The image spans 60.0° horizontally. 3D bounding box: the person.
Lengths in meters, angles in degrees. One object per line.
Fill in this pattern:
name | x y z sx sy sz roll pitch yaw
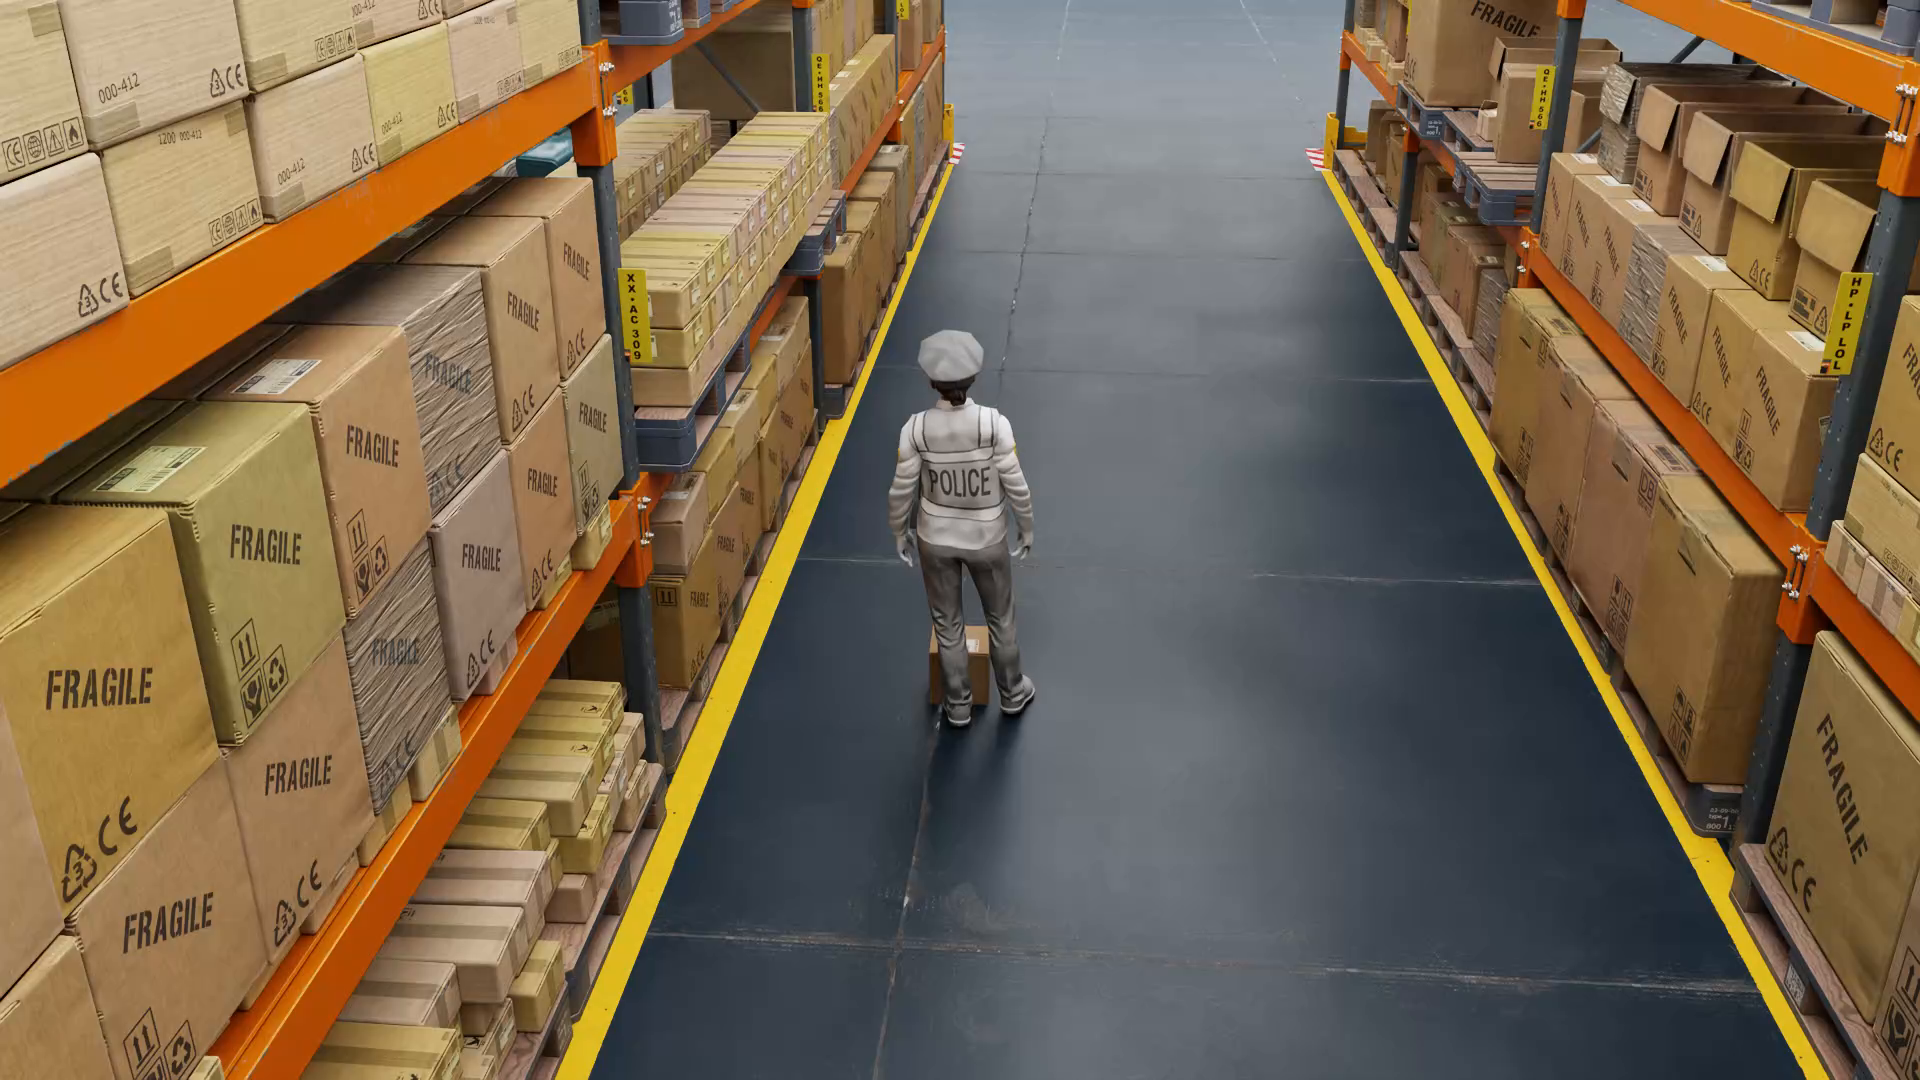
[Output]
person | 0.015 -0.042 6.634 0.586 1.694 0.531 2 25 4
